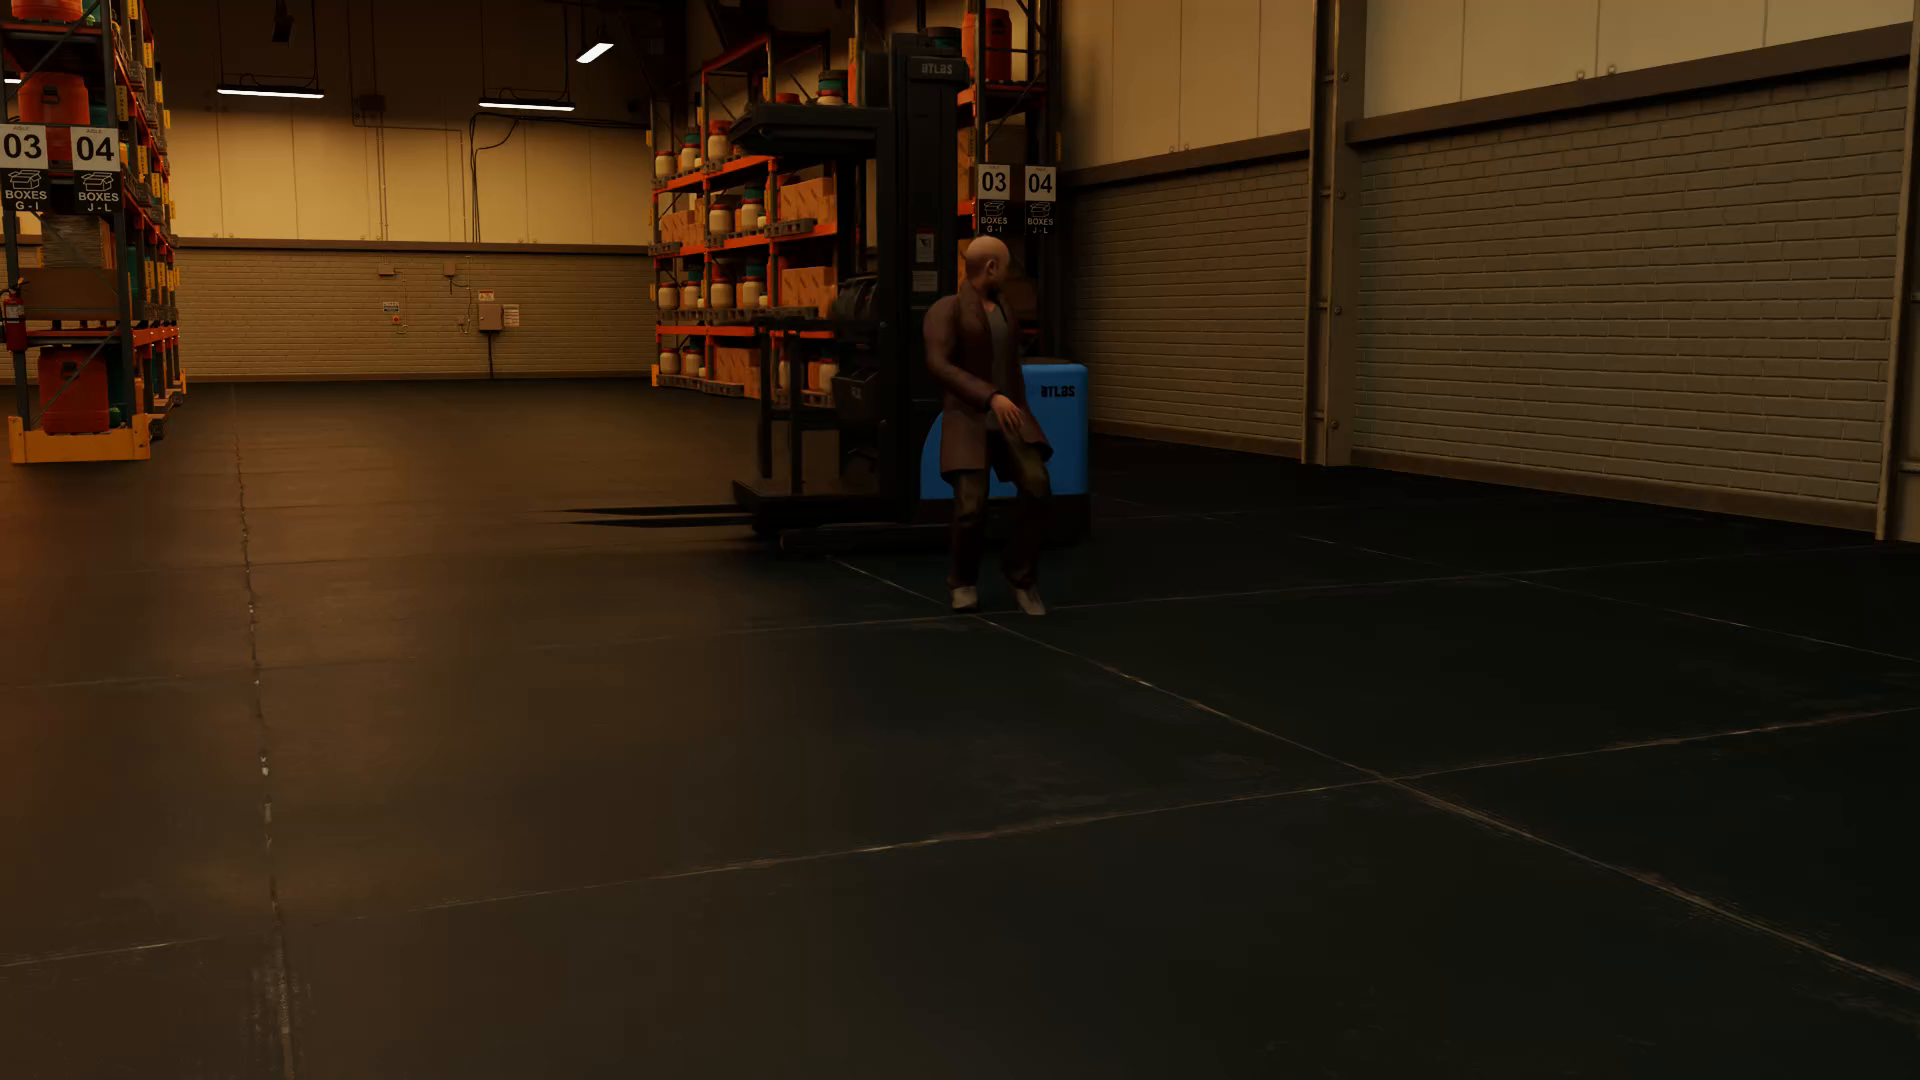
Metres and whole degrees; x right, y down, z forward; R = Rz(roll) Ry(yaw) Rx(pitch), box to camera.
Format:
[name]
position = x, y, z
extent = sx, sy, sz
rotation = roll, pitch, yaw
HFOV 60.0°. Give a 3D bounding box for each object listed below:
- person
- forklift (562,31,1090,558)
[person]
position = 0.126, -0.505, 7.660
extent = 0.728, 1.763, 0.799
rotation = -4, 8, -25
[forklift]
position = -0.804, -1.427, 9.765
extent = 3.031, 2.935, 1.130
rotation = -2, 8, -16
